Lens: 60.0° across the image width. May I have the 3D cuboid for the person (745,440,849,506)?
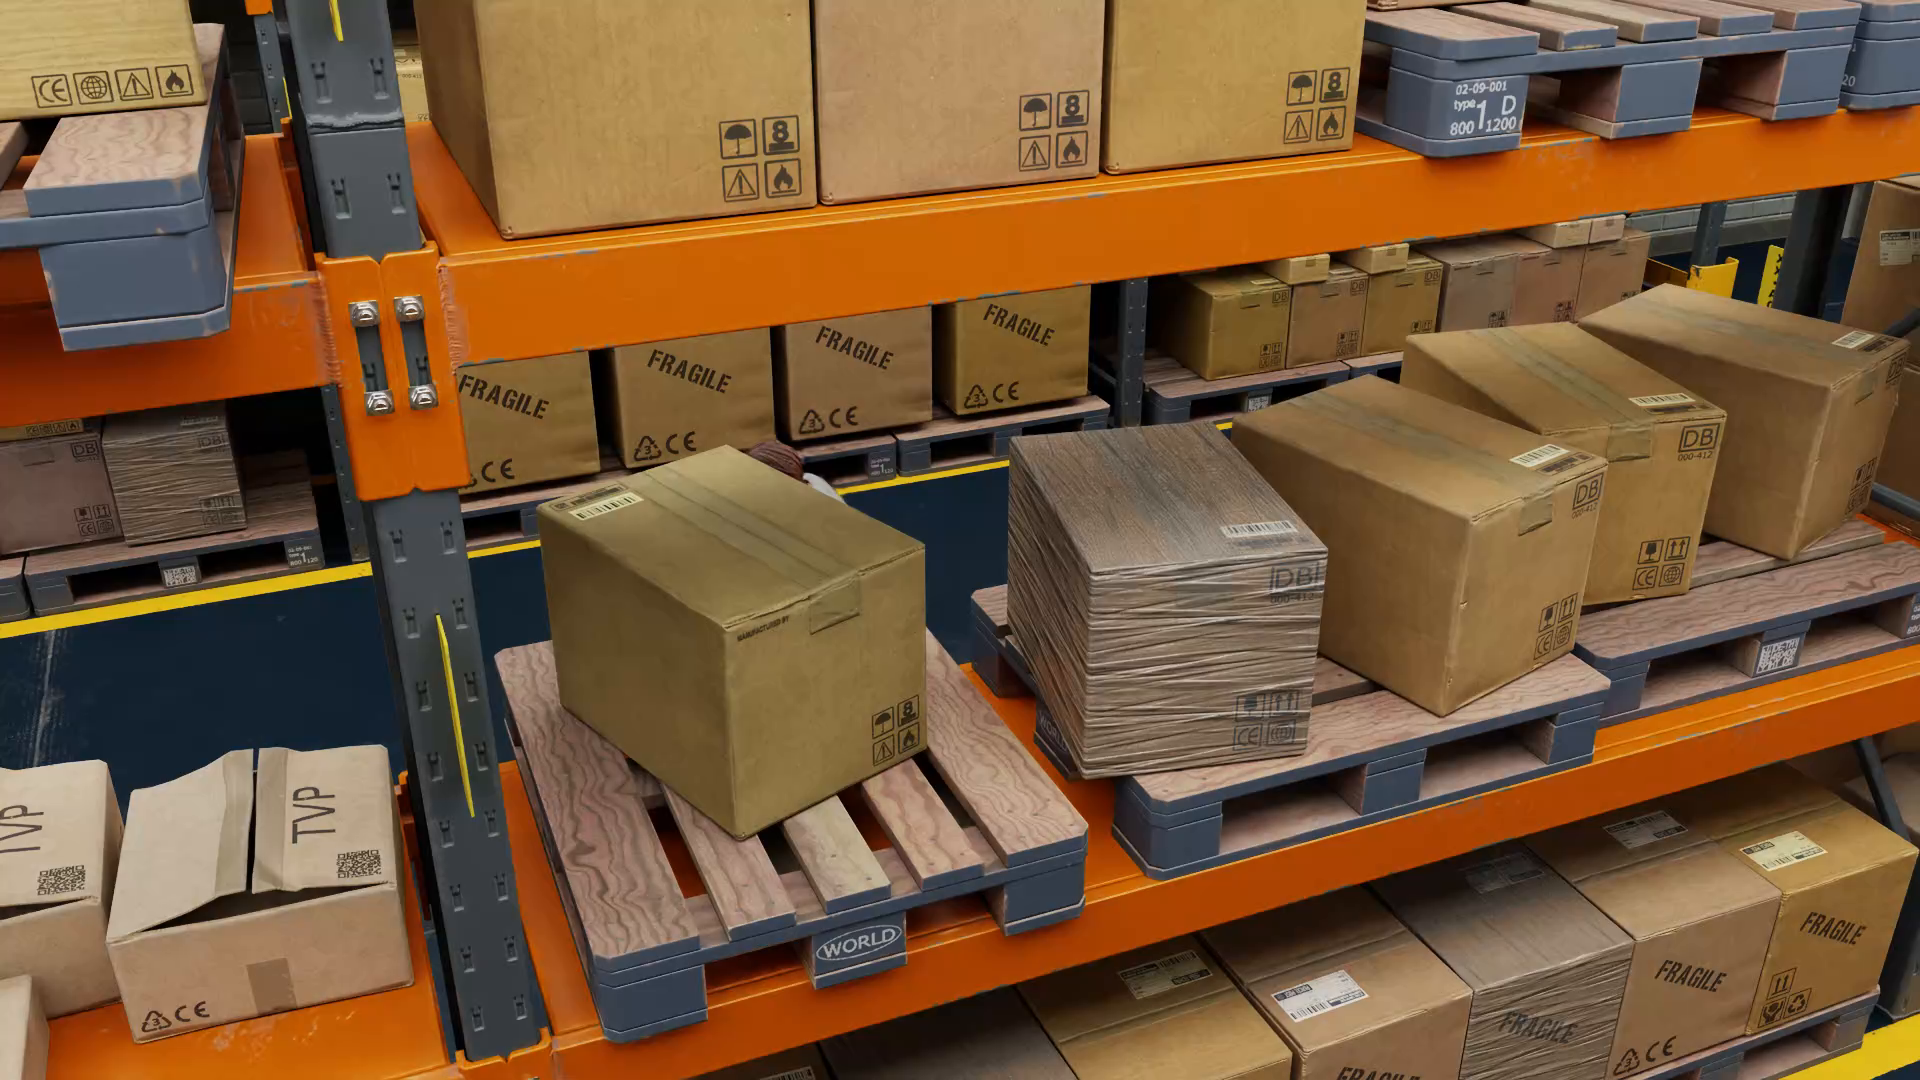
[{"bbox_3d":[-0.468,0.299,5.728,0.560,1.423,0.456,-10,28,-20],"label":"person"}]
